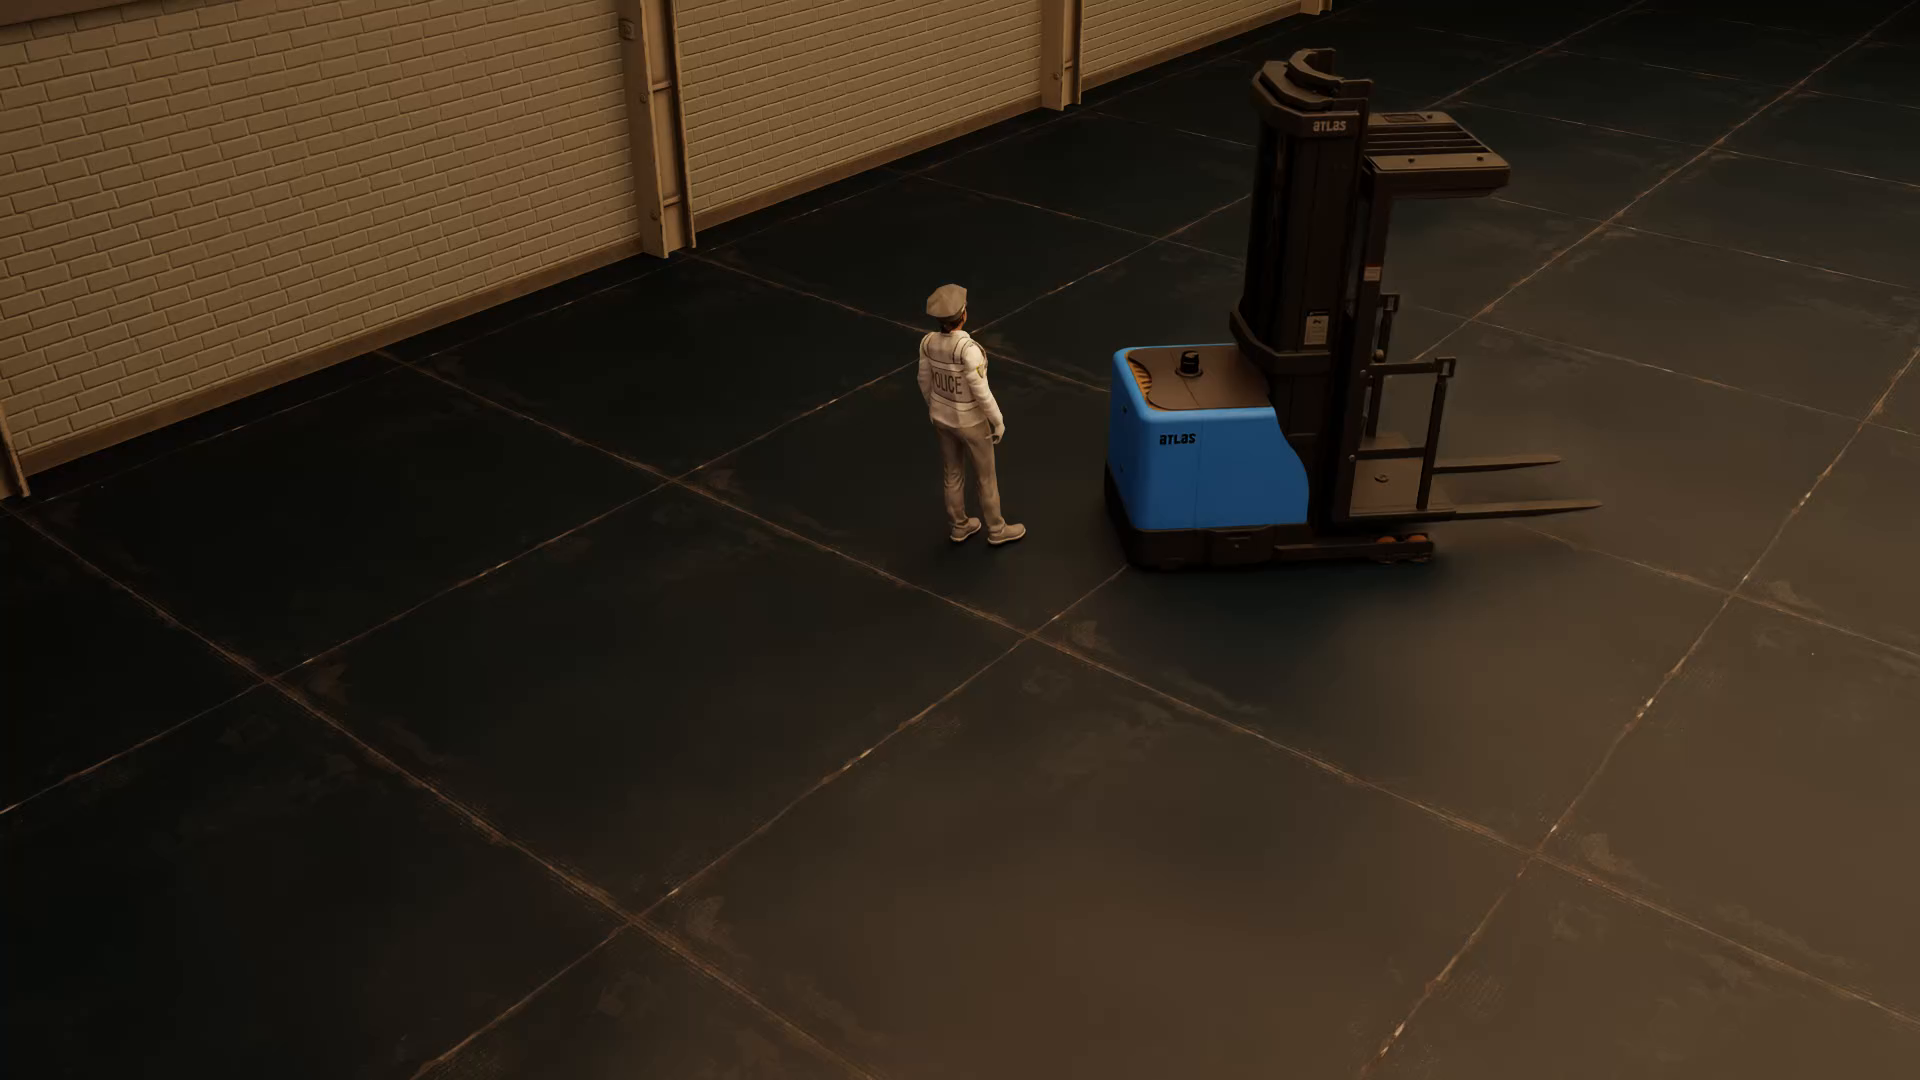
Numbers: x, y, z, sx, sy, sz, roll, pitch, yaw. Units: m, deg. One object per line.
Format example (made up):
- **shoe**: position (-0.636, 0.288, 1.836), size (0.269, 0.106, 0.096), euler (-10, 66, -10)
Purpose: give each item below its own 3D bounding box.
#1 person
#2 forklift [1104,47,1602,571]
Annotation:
- **person**: position (0.047, -0.762, 10.111), size (0.588, 1.697, 0.534), euler (22, 37, 33)
- **forklift**: position (2.493, -1.381, 9.959), size (3.031, 2.935, 1.130), euler (-3, 30, -5)
